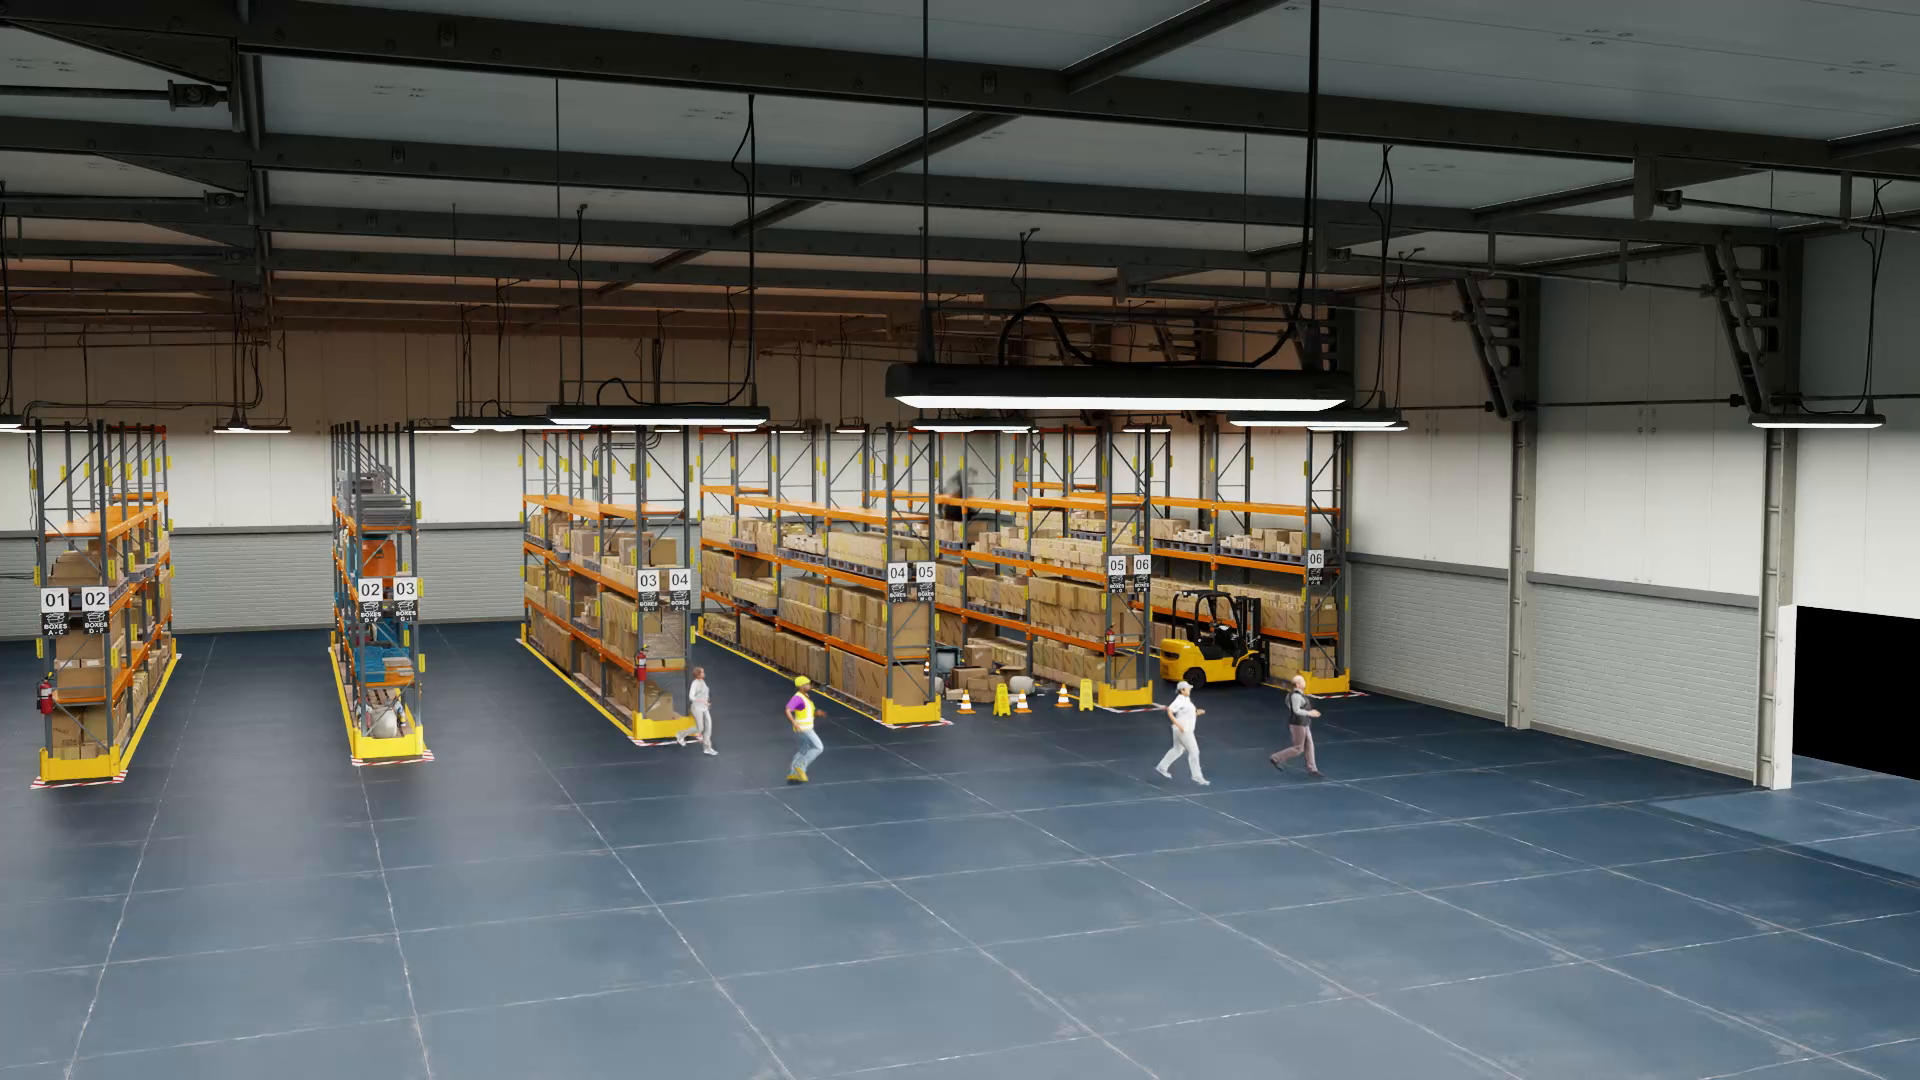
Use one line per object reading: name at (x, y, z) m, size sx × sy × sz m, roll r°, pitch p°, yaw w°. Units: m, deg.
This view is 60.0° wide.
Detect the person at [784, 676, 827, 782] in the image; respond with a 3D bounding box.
person at (-2.544, 3.119, 27.493) m, size 0.672 × 1.742 × 0.675 m, roll 0°, pitch 4°, yaw 0°

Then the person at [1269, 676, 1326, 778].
person at (5.657, 3.122, 27.801) m, size 0.936 × 1.714 × 0.661 m, roll 1°, pitch 4°, yaw 15°

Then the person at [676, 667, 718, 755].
person at (-4.726, 3.068, 29.936) m, size 0.793 × 1.590 × 0.543 m, roll 1°, pitch 4°, yaw 15°

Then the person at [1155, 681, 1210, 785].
person at (3.668, 3.165, 27.380) m, size 0.895 × 1.689 × 0.594 m, roll 1°, pitch 4°, yaw 8°
